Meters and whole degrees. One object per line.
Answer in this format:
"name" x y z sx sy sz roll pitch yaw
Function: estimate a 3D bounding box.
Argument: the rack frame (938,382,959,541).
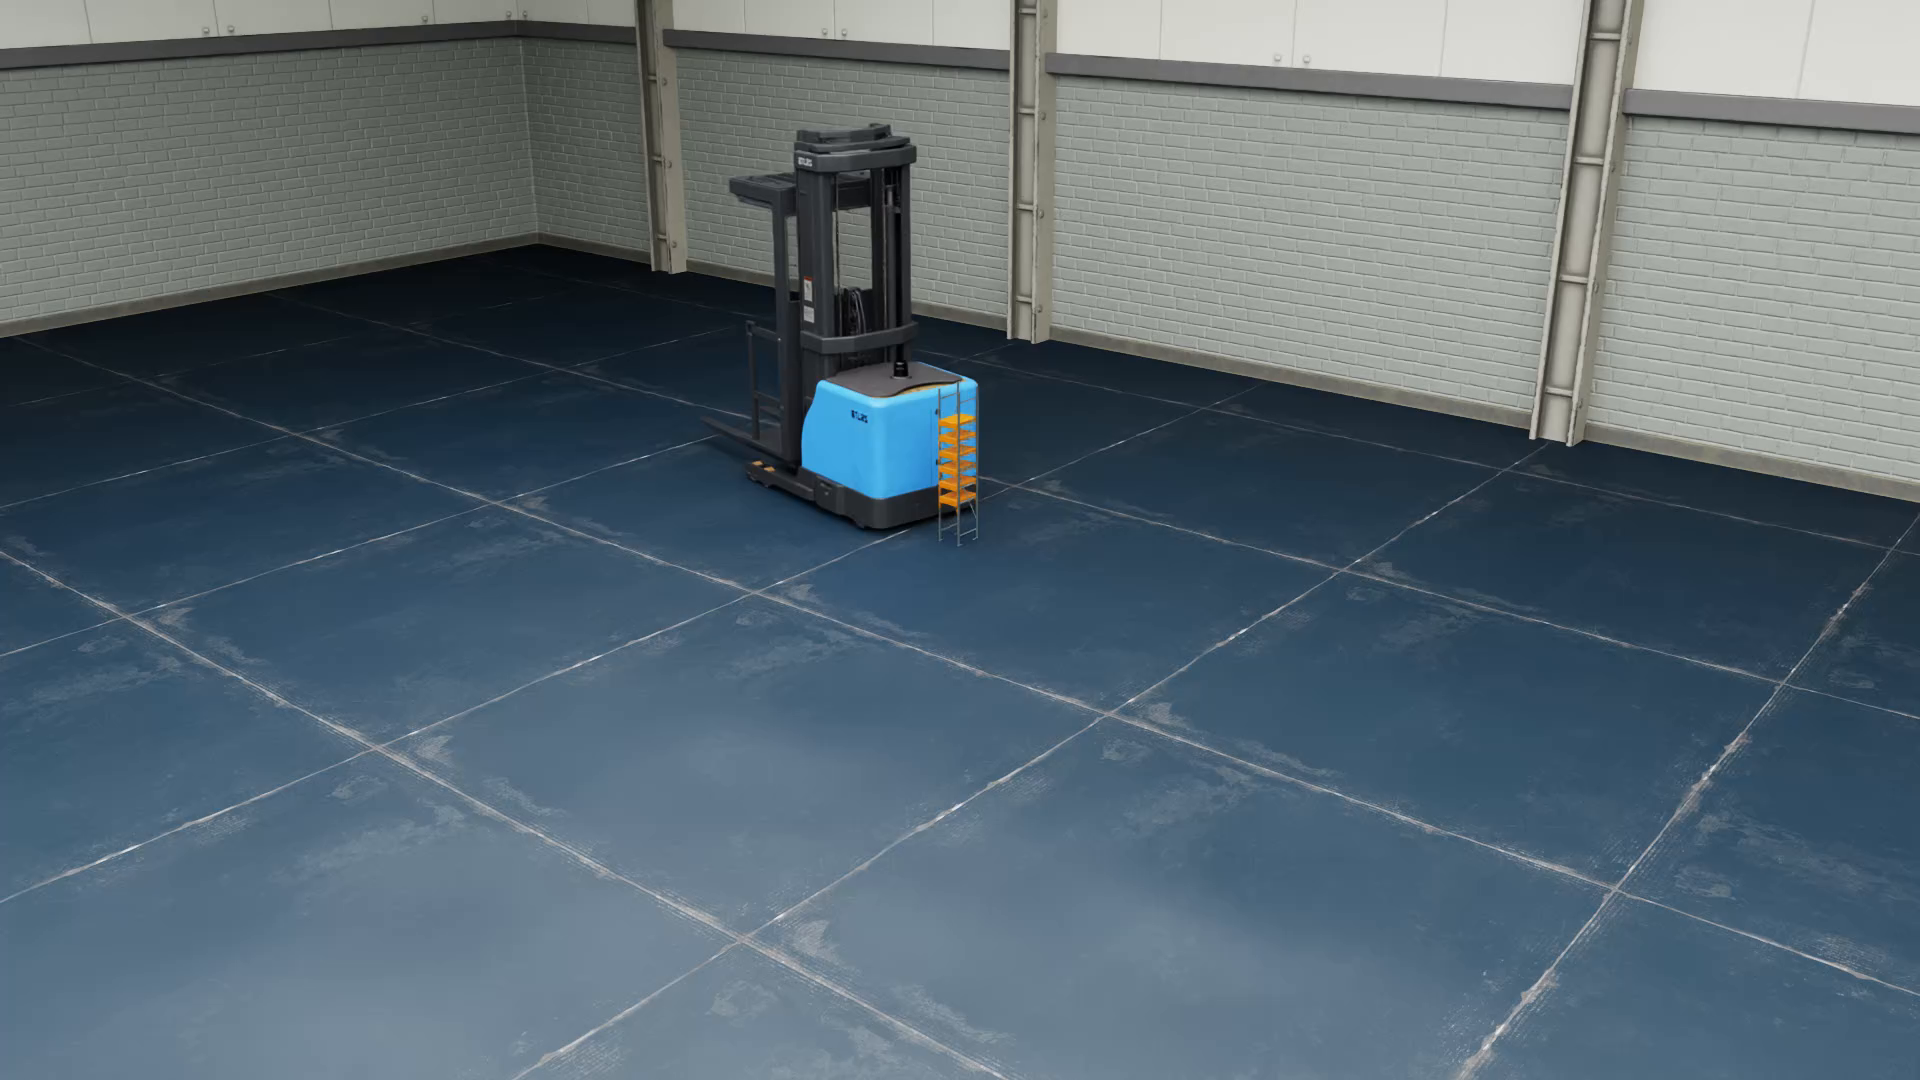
"rack frame" -0.082 -0.585 12.519 0.006 1.200 0.240 16 26 36

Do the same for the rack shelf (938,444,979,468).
"rack shelf" -0.011 -0.635 12.438 0.180 0.103 0.258 16 26 36

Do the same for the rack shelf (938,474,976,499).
"rack shelf" -0.011 -0.411 12.523 0.180 0.103 0.258 16 26 36

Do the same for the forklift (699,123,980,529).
"forklift" -1.147 -1.908 13.575 1.130 2.935 3.031 -15 26 -35

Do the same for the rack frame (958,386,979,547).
"rack frame" 0.060 -0.544 12.411 0.006 1.200 0.240 16 26 36

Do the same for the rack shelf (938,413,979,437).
"rack shelf" -0.011 -0.860 12.354 0.180 0.103 0.258 16 26 36

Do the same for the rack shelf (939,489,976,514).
"rack shelf" -0.011 -0.298 12.565 0.180 0.103 0.258 16 26 36

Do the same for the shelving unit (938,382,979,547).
"shelving unit" -0.011 -0.565 12.465 0.189 1.200 0.258 16 26 36

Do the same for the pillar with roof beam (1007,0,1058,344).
"pillar with roof beam" -1.949 -5.295 13.956 0.400 9.000 9.100 16 26 36

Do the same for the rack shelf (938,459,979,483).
"rack shelf" -0.011 -0.523 12.481 0.180 0.103 0.258 16 26 36

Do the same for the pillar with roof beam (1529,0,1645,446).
"pillar with roof beam" 2.700 -3.956 10.406 0.400 9.000 9.100 16 26 36

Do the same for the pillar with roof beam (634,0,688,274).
"pillar with roof beam" -6.597 -6.634 17.506 0.400 9.000 9.100 16 26 36

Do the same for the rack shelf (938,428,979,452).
"rack shelf" -0.011 -0.748 12.396 0.180 0.103 0.258 16 26 36
